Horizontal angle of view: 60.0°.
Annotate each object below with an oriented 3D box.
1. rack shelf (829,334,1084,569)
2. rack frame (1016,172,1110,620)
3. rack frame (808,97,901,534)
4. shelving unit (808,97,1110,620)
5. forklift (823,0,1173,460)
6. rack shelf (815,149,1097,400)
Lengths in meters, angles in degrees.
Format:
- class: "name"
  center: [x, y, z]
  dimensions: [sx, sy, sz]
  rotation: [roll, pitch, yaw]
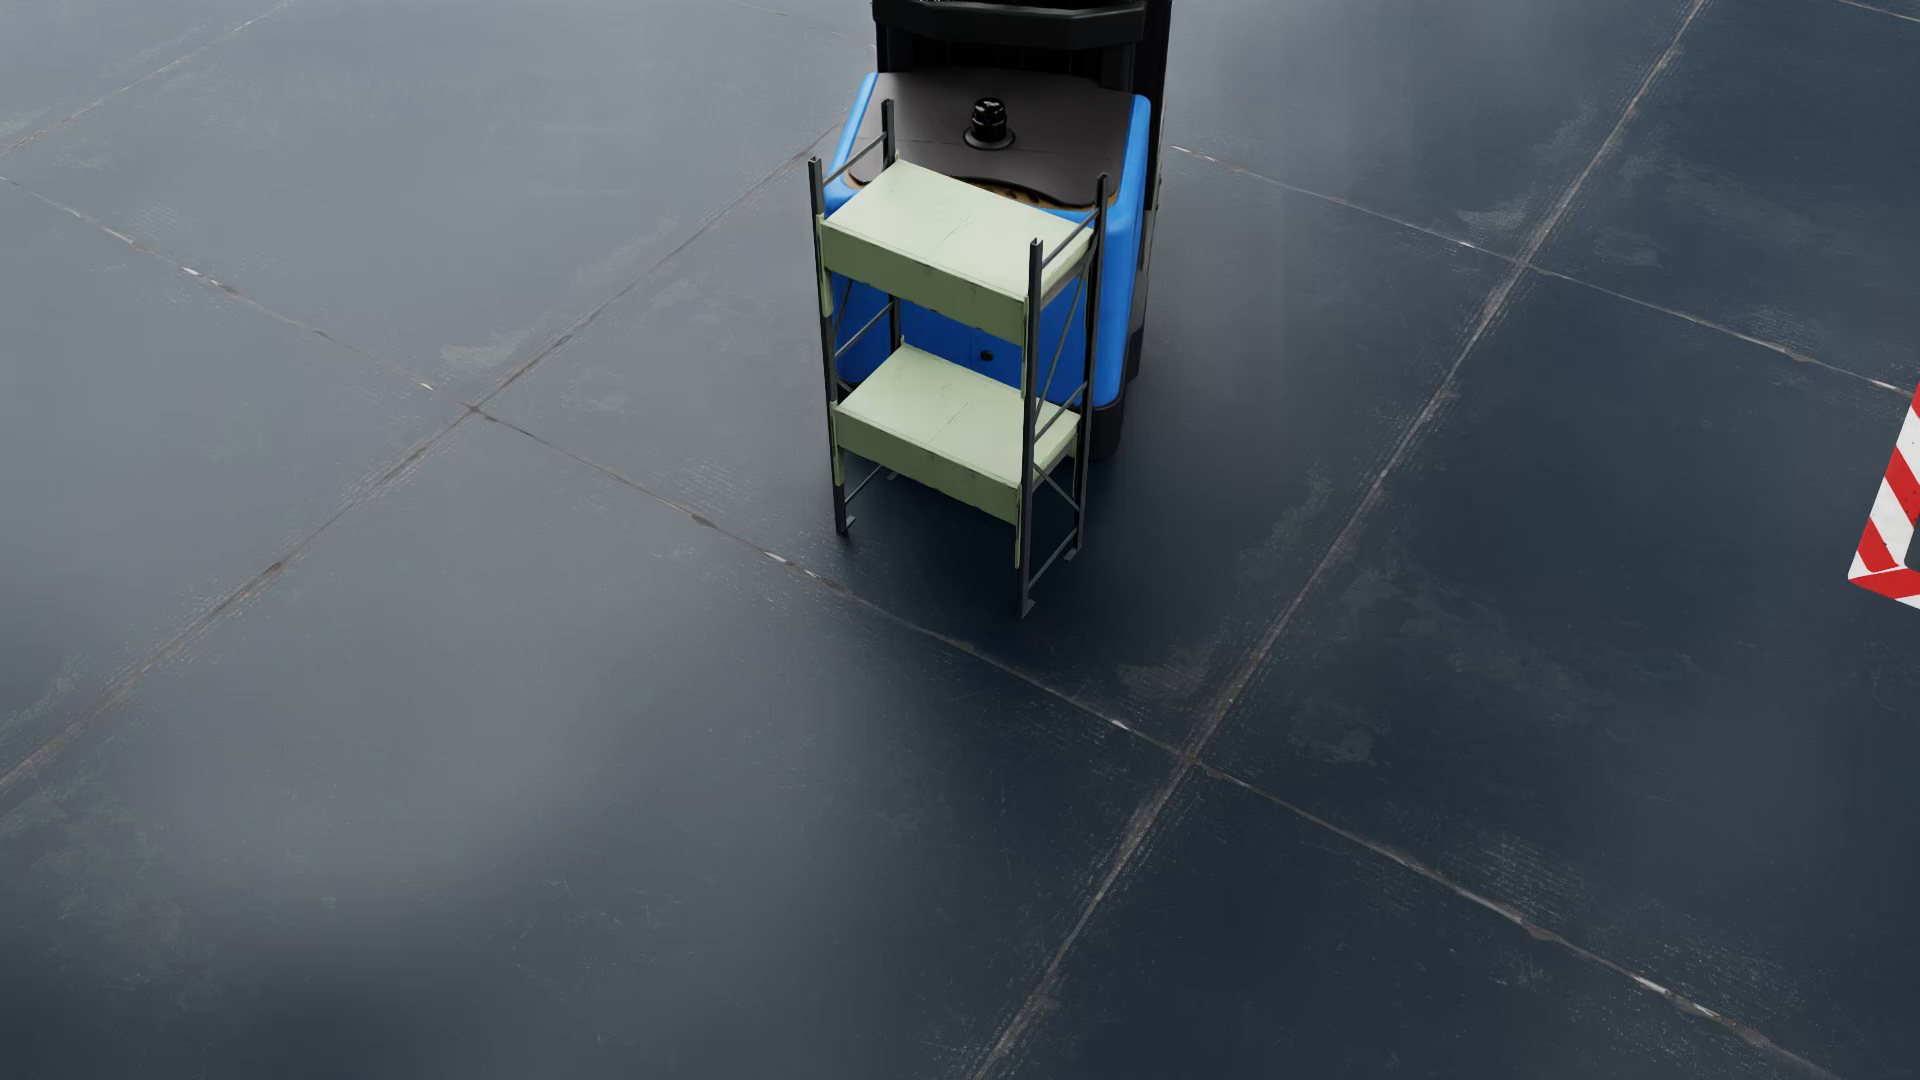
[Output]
- class: "rack shelf"
  center: [-0.006, -0.298, 5.448]
  dimensions: [0.720, 0.370, 0.431]
  rotation: [25, 51, 22]
- class: "rack frame"
  center: [0.302, -0.384, 5.077]
  dimensions: [0.023, 1.500, 0.400]
  rotation: [25, 51, 22]
- class: "rack frame"
  center: [-0.314, -0.667, 5.352]
  dimensions: [0.023, 1.500, 0.400]
  rotation: [25, 51, 22]
- class: "shelving unit"
  center: [-0.006, -0.525, 5.215]
  dimensions: [0.755, 1.500, 0.431]
  rotation: [25, 51, 22]
- class: "forklift"
  center: [0.269, -2.374, 6.014]
  dimensions: [1.130, 2.935, 3.031]
  rotation: [6, 46, 6]
- class: "rack shelf"
  center: [-0.006, -0.797, 4.935]
  dimensions: [0.720, 0.370, 0.431]
  rotation: [25, 51, 22]
